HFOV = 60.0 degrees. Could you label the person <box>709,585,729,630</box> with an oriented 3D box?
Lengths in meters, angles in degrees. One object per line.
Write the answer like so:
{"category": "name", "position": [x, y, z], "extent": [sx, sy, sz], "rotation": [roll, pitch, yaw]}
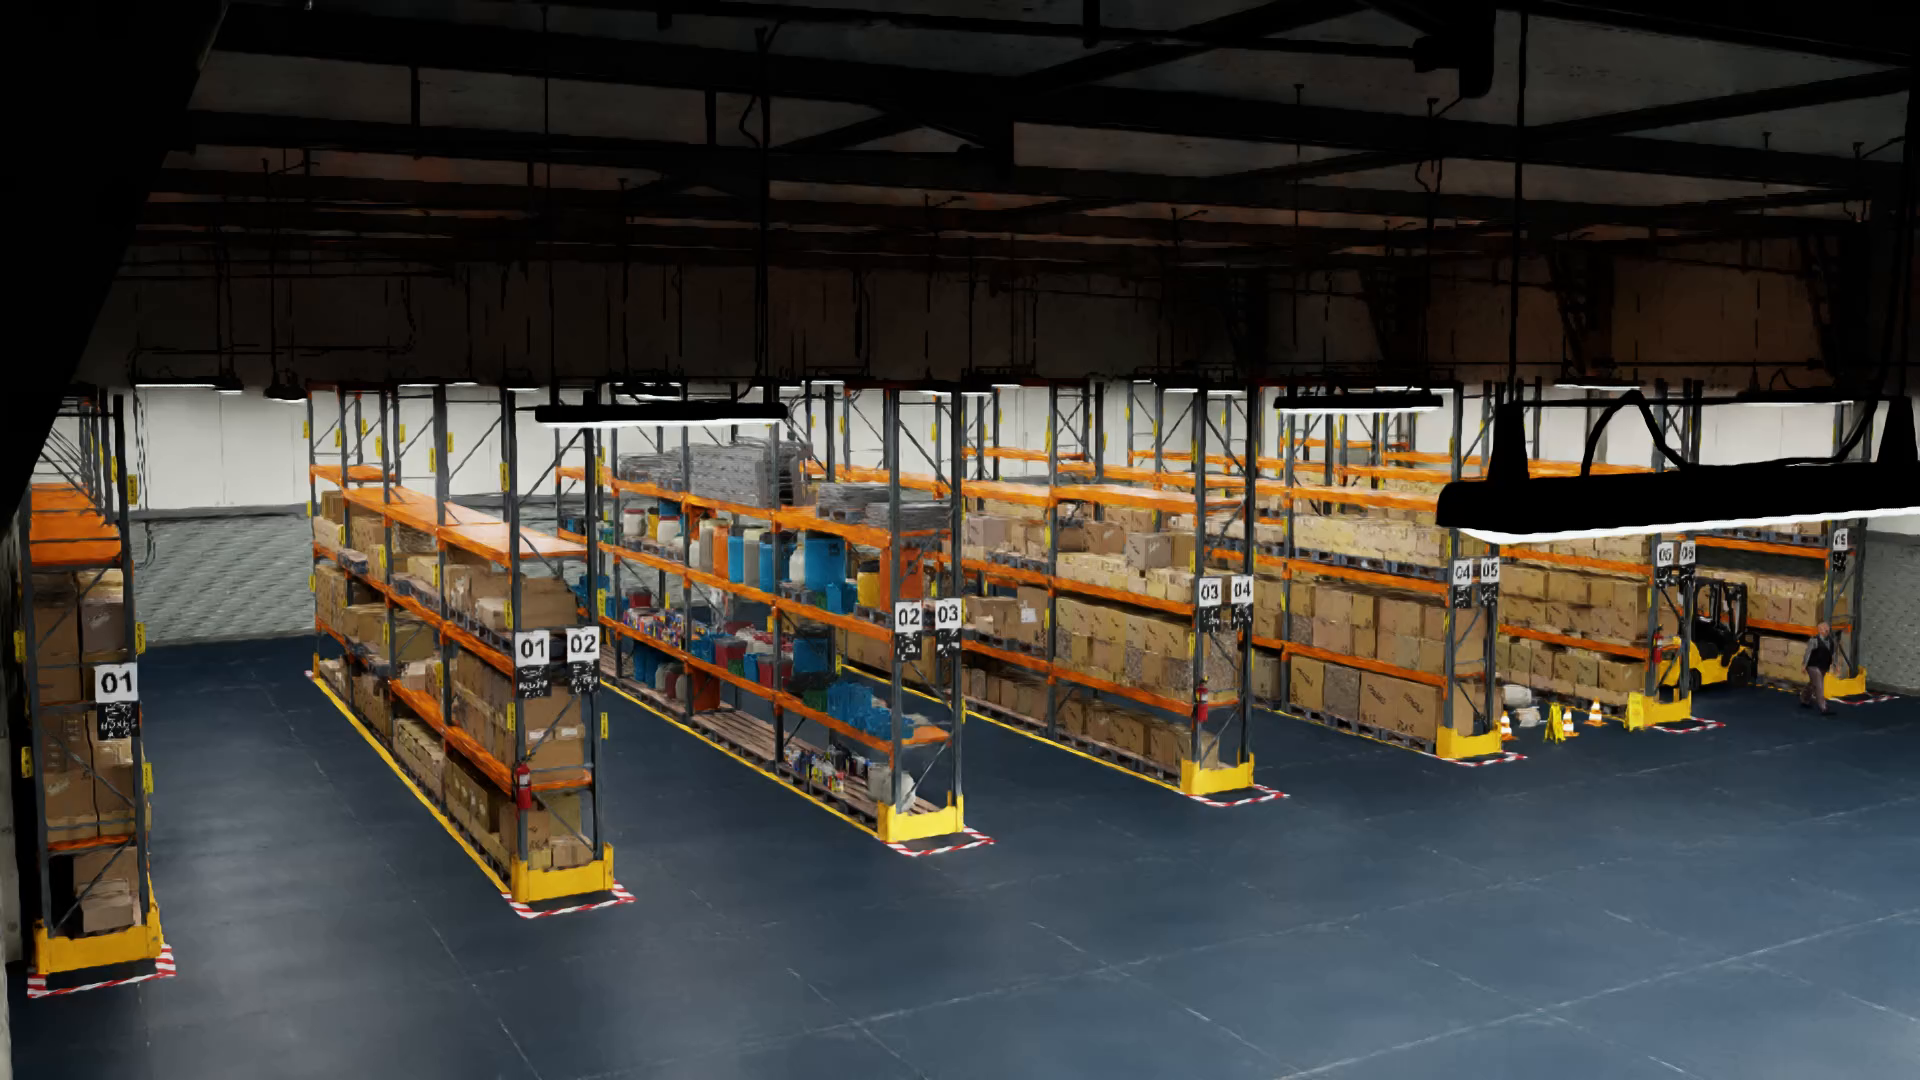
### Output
{"category": "person", "position": [-5.394, 1.484, 37.249], "extent": [0.419, 1.760, 0.691], "rotation": [-5, 8, -40]}

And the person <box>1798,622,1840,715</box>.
{"category": "person", "position": [15.584, 2.297, 30.099], "extent": [0.539, 1.665, 1.031], "rotation": [-2, 6, -20]}
